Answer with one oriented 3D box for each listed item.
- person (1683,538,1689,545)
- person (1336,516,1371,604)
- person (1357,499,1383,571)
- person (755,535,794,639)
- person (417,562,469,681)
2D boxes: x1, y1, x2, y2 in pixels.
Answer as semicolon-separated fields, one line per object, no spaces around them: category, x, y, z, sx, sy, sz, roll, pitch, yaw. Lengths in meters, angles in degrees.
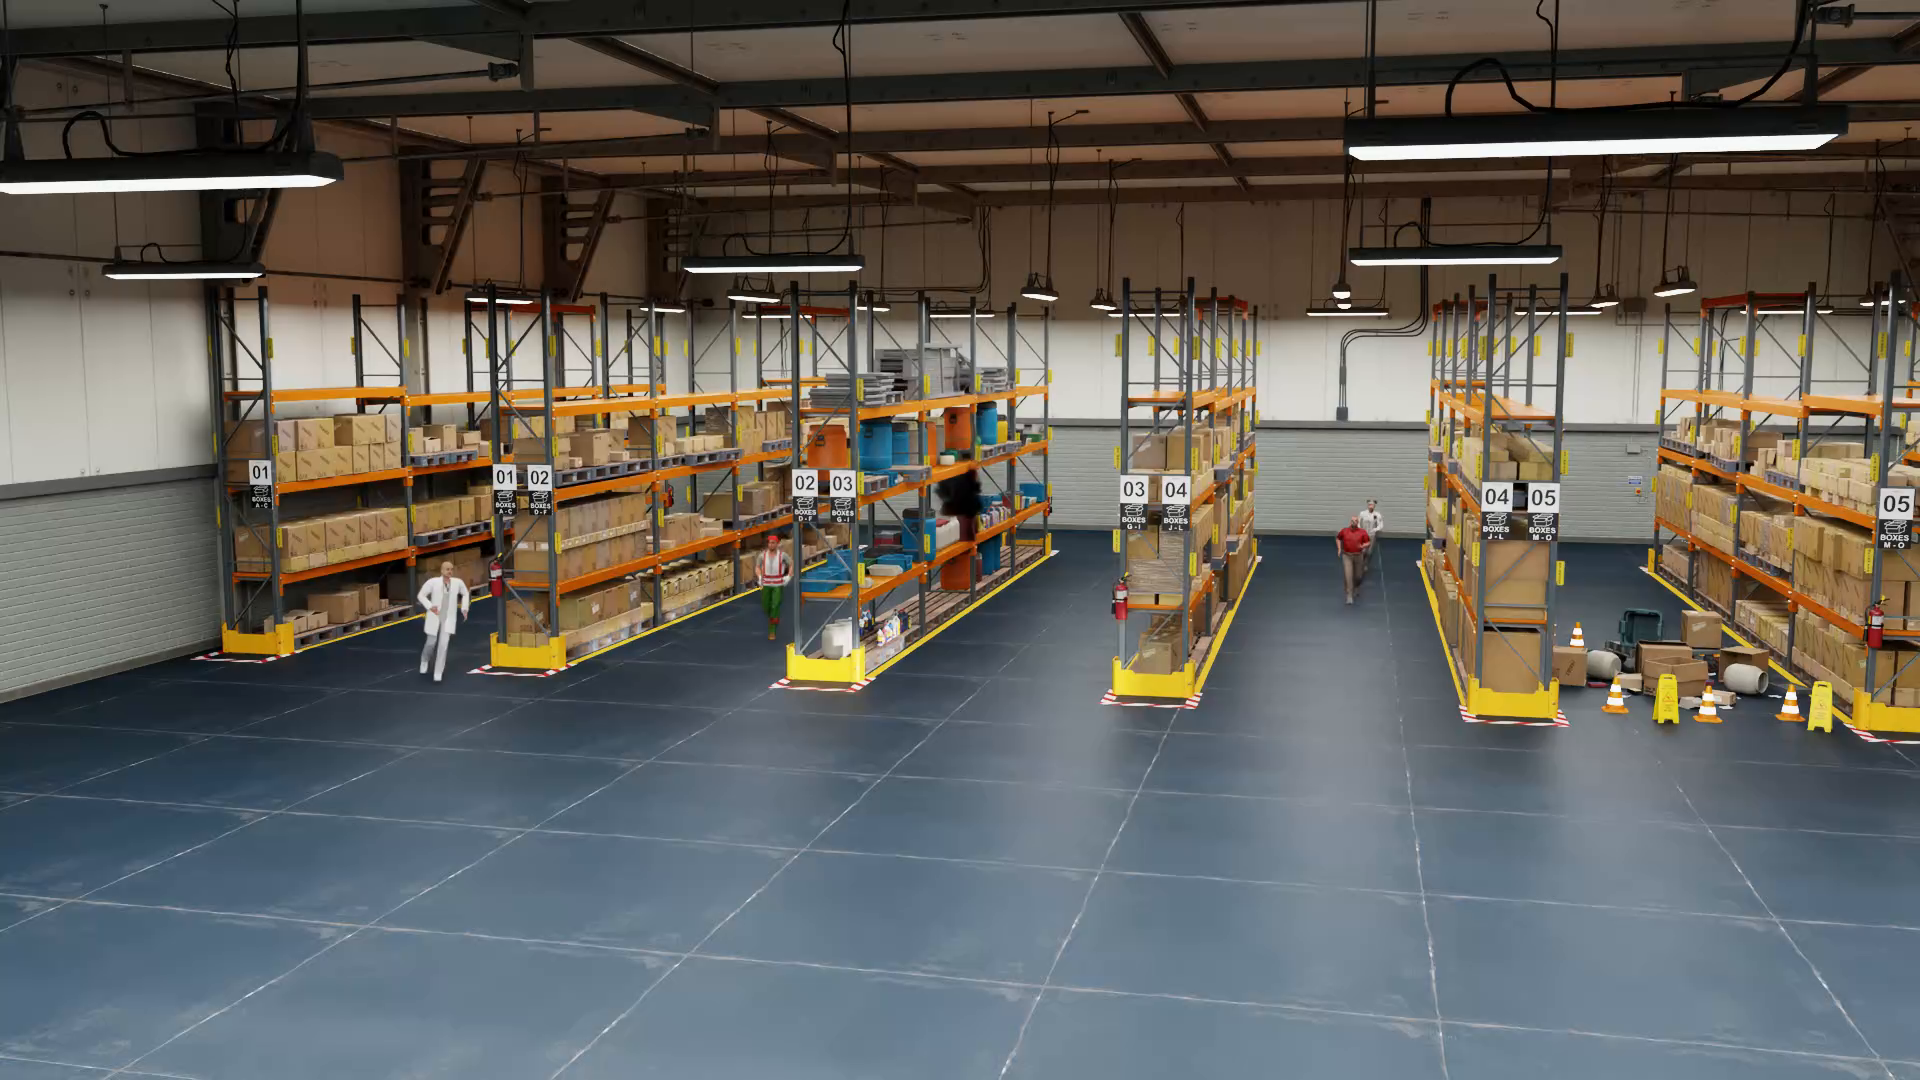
person;16.928;-0.175;38.439;0.736;1.532;0.501;-6;9;-44
person;7.782;0.365;32.932;0.673;1.699;0.944;1;7;11
person;9.166;-0.107;37.288;0.614;1.646;0.529;2;7;14
person;-3.192;0.790;28.632;0.683;1.770;0.717;1;7;6
person;-7.864;1.207;25.391;0.775;1.752;0.961;-3;7;-24
